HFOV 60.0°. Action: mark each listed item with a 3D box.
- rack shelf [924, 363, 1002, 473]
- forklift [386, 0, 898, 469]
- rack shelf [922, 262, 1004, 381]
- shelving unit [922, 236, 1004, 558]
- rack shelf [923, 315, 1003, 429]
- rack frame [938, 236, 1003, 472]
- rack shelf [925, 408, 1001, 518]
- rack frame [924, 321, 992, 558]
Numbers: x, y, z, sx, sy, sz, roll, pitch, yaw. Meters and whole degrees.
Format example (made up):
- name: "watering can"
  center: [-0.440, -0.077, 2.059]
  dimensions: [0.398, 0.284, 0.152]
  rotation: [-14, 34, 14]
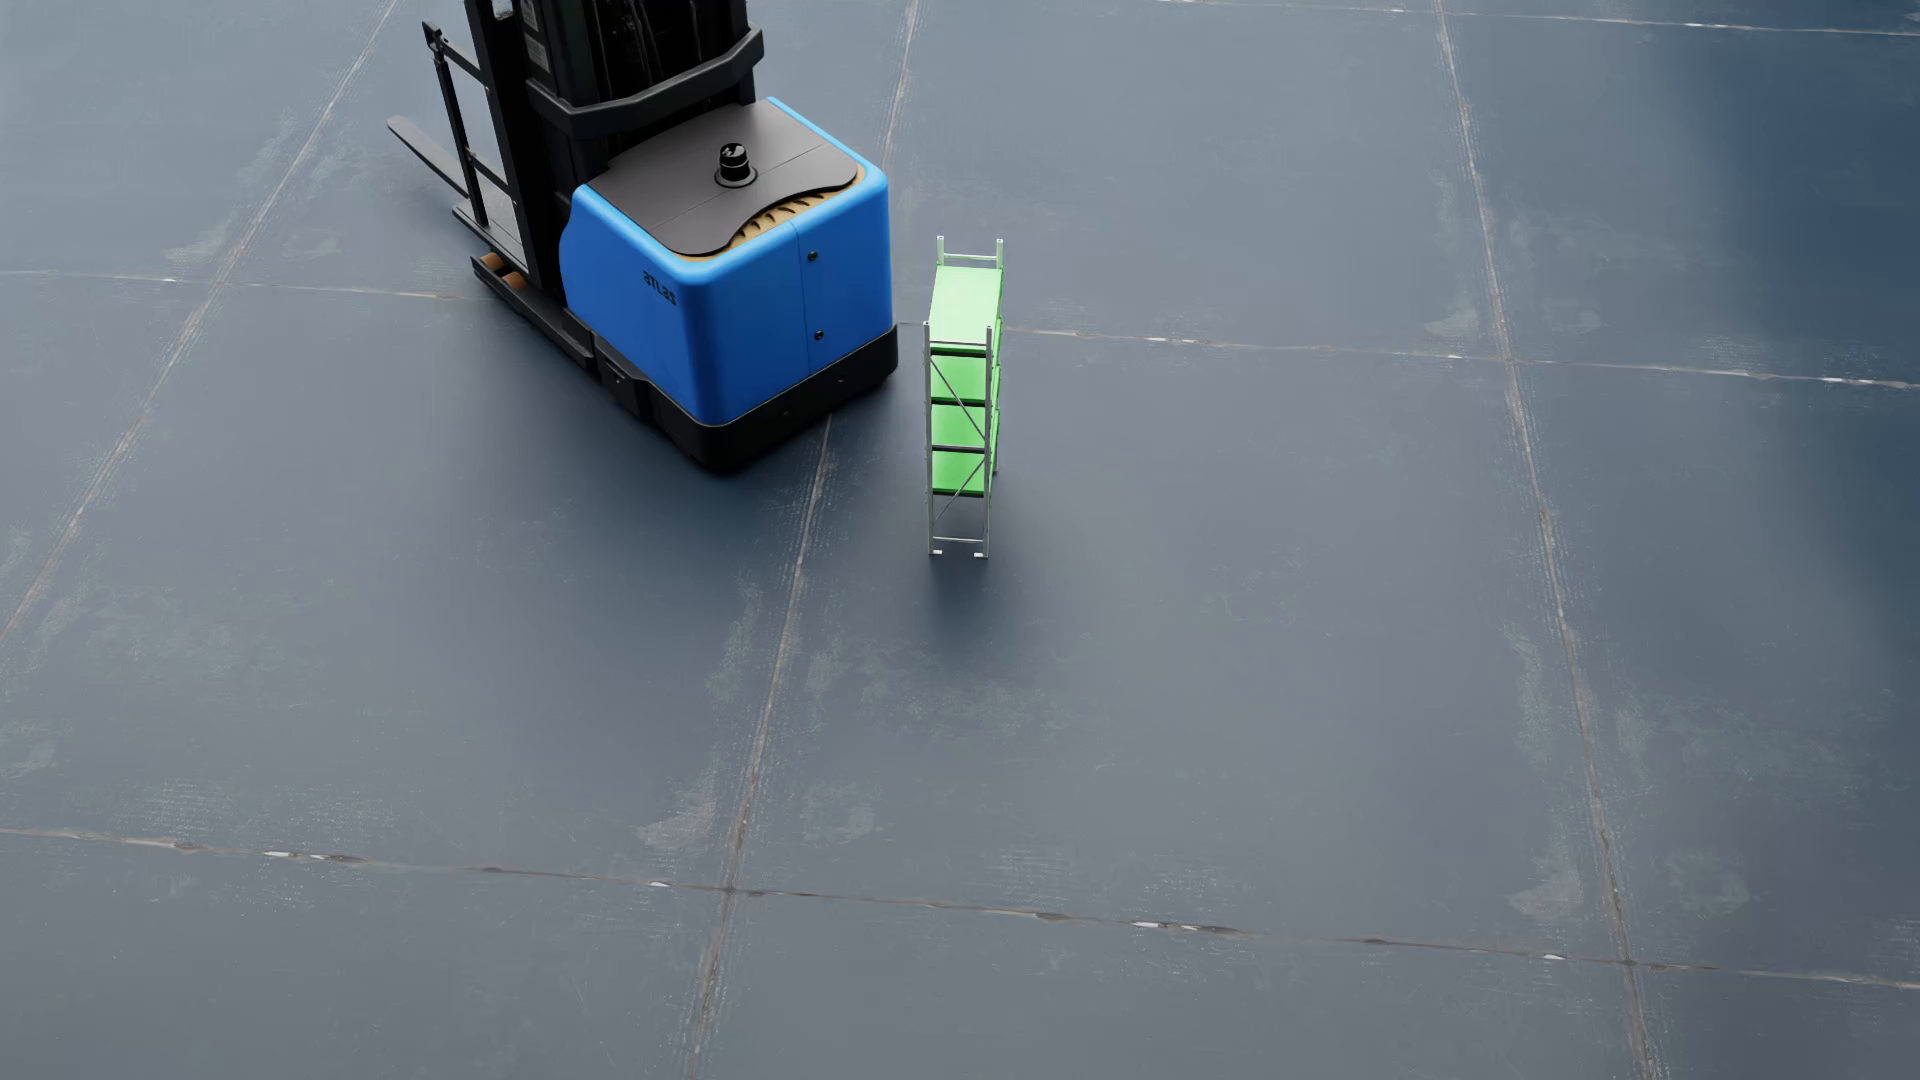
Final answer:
- name: "rack shelf"
  center: [0.015, -0.483, 6.466]
  dimensions: [0.258, 0.148, 0.480]
  rotation: [4, 48, 4]
- name: "forklift"
  center: [-1.633, -2.293, 6.861]
  dimensions: [1.130, 2.935, 3.031]
  rotation: [-34, 56, -27]
- name: "rack shelf"
  center: [0.015, -0.807, 6.111]
  dimensions: [0.258, 0.148, 0.480]
  rotation: [4, 48, 4]
- name: "shelving unit"
  center: [0.015, -0.527, 6.419]
  dimensions: [0.258, 1.200, 0.503]
  rotation: [4, 48, 4]
- name: "rack shelf"
  center: [0.015, -0.645, 6.289]
  dimensions: [0.258, 0.148, 0.480]
  rotation: [4, 48, 4]
- name: "rack frame"
  center: [0.037, -0.706, 6.583]
  dimensions: [0.240, 1.200, 0.015]
  rotation: [4, 48, 4]
- name: "rack shelf"
  center: [0.015, -0.321, 6.643]
  dimensions: [0.258, 0.148, 0.480]
  rotation: [4, 48, 4]
- name: "rack frame"
  center: [-0.007, -0.347, 6.255]
  dimensions: [0.240, 1.200, 0.015]
  rotation: [4, 48, 4]
